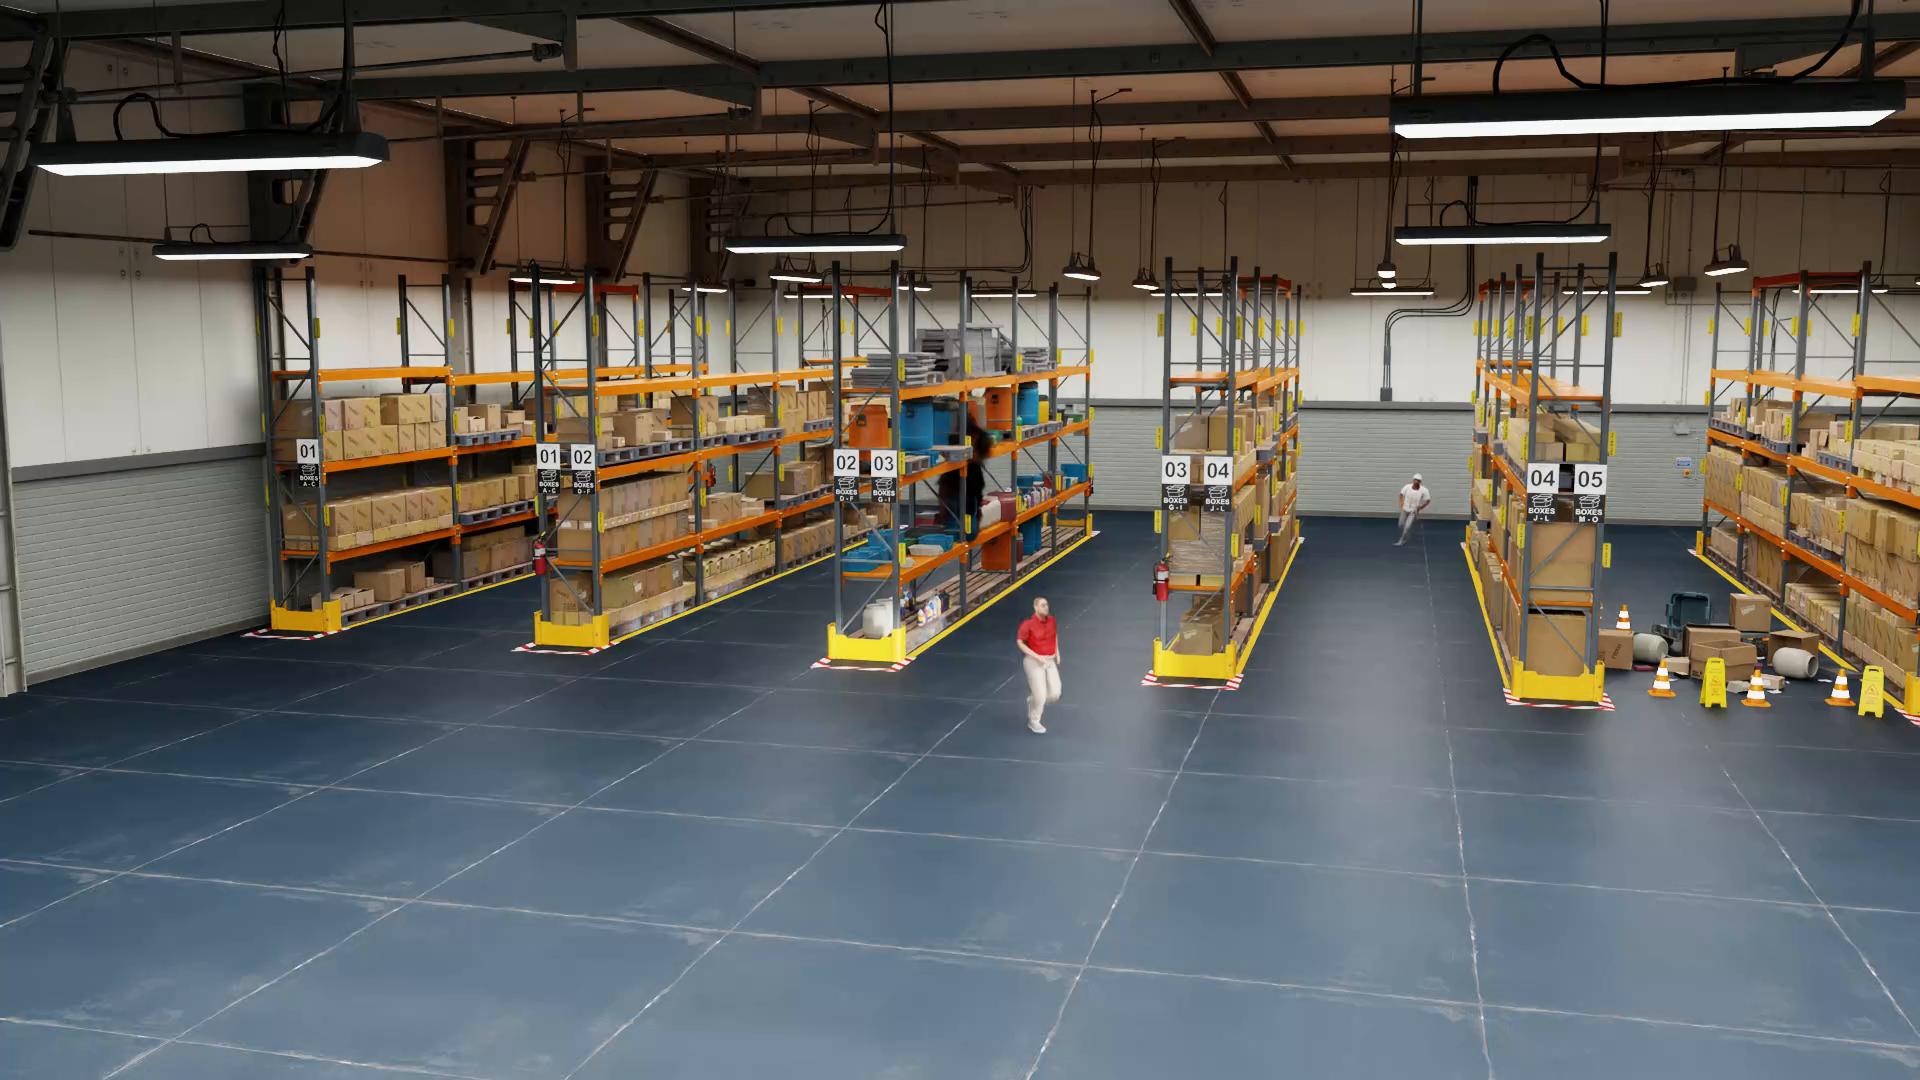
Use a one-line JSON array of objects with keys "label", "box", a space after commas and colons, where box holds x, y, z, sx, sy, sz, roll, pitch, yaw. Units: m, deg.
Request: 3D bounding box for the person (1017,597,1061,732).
[{"label": "person", "box": [1.013, 1.546, 20.784, 0.698, 1.686, 0.594, -6, 9, -39]}]

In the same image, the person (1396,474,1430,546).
[{"label": "person", "box": [10.482, -0.695, 38.431, 0.756, 1.689, 0.604, 5, 9, 33]}]
